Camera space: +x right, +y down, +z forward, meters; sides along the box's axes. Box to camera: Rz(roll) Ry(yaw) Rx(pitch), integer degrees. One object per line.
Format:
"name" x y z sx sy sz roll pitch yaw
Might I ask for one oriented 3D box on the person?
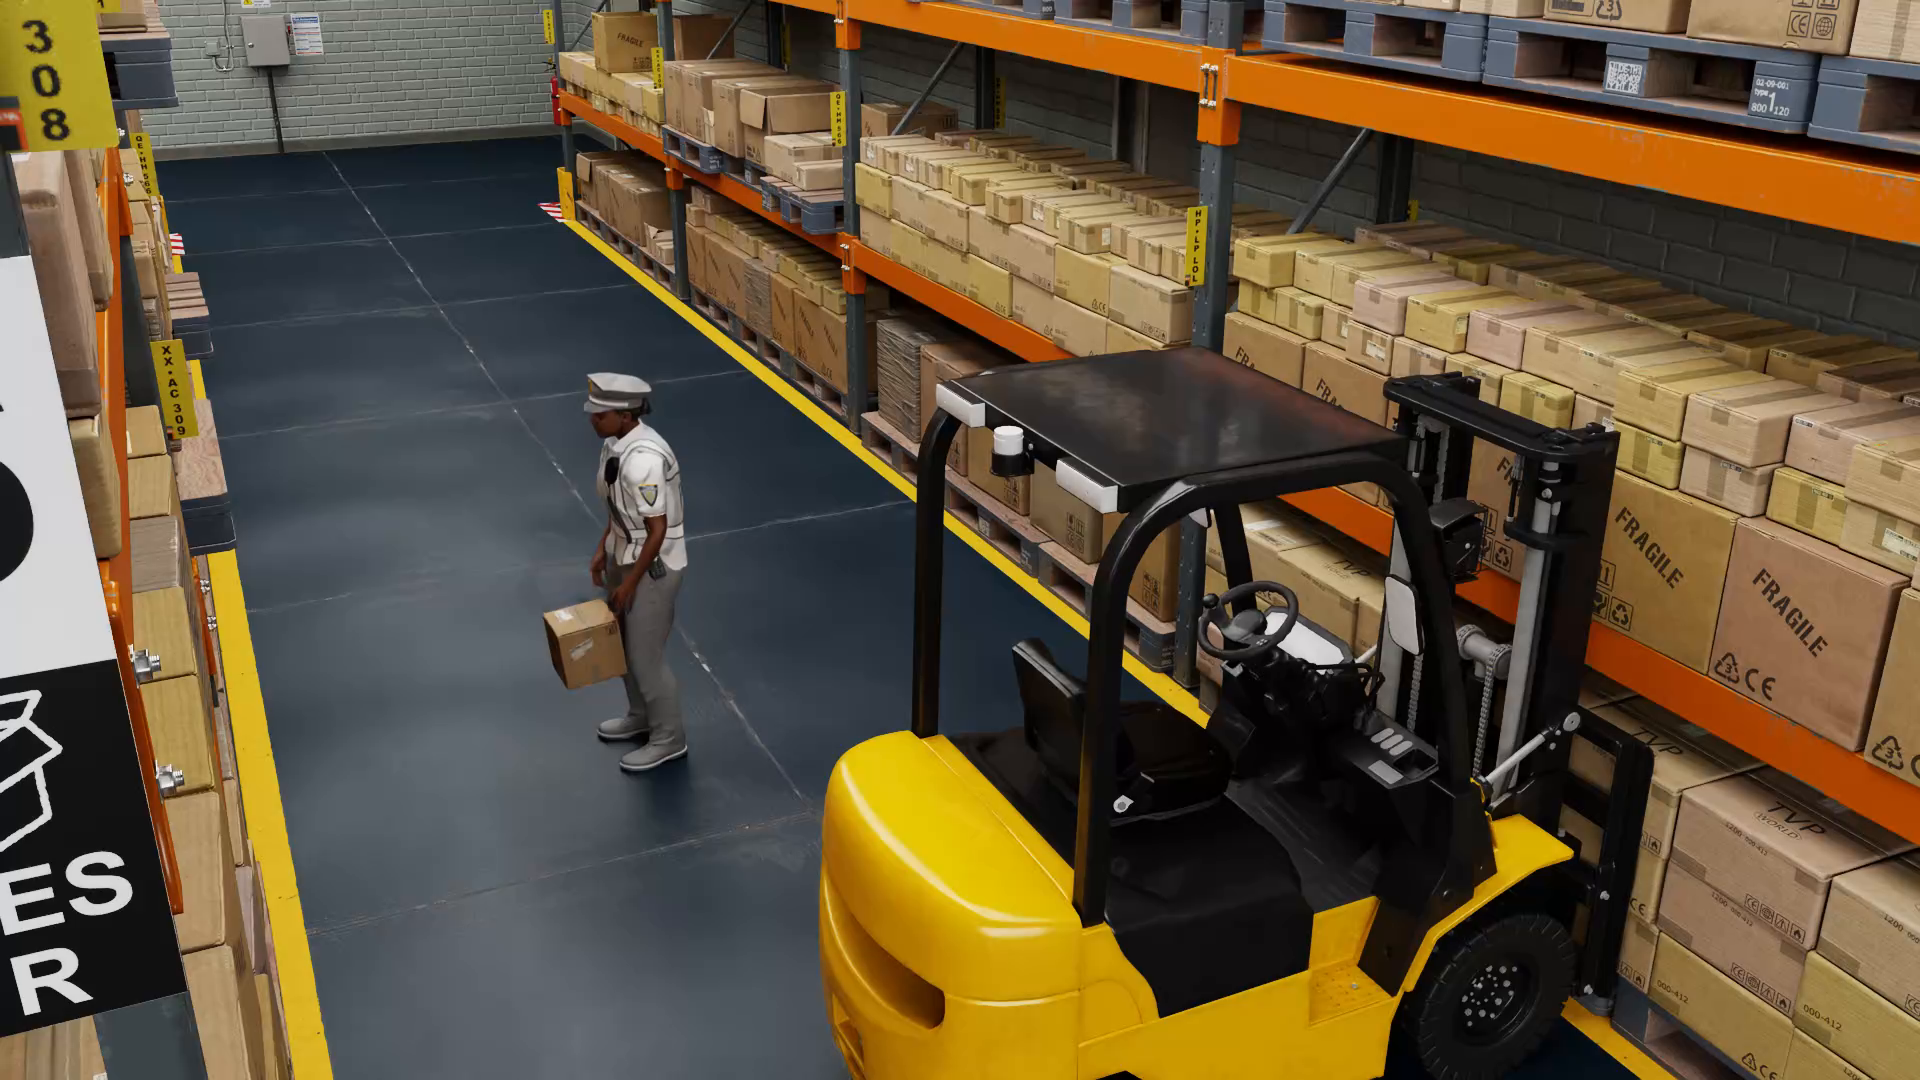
"person" -1.315 0.114 6.801 0.370 1.669 0.492 -11 25 -25
